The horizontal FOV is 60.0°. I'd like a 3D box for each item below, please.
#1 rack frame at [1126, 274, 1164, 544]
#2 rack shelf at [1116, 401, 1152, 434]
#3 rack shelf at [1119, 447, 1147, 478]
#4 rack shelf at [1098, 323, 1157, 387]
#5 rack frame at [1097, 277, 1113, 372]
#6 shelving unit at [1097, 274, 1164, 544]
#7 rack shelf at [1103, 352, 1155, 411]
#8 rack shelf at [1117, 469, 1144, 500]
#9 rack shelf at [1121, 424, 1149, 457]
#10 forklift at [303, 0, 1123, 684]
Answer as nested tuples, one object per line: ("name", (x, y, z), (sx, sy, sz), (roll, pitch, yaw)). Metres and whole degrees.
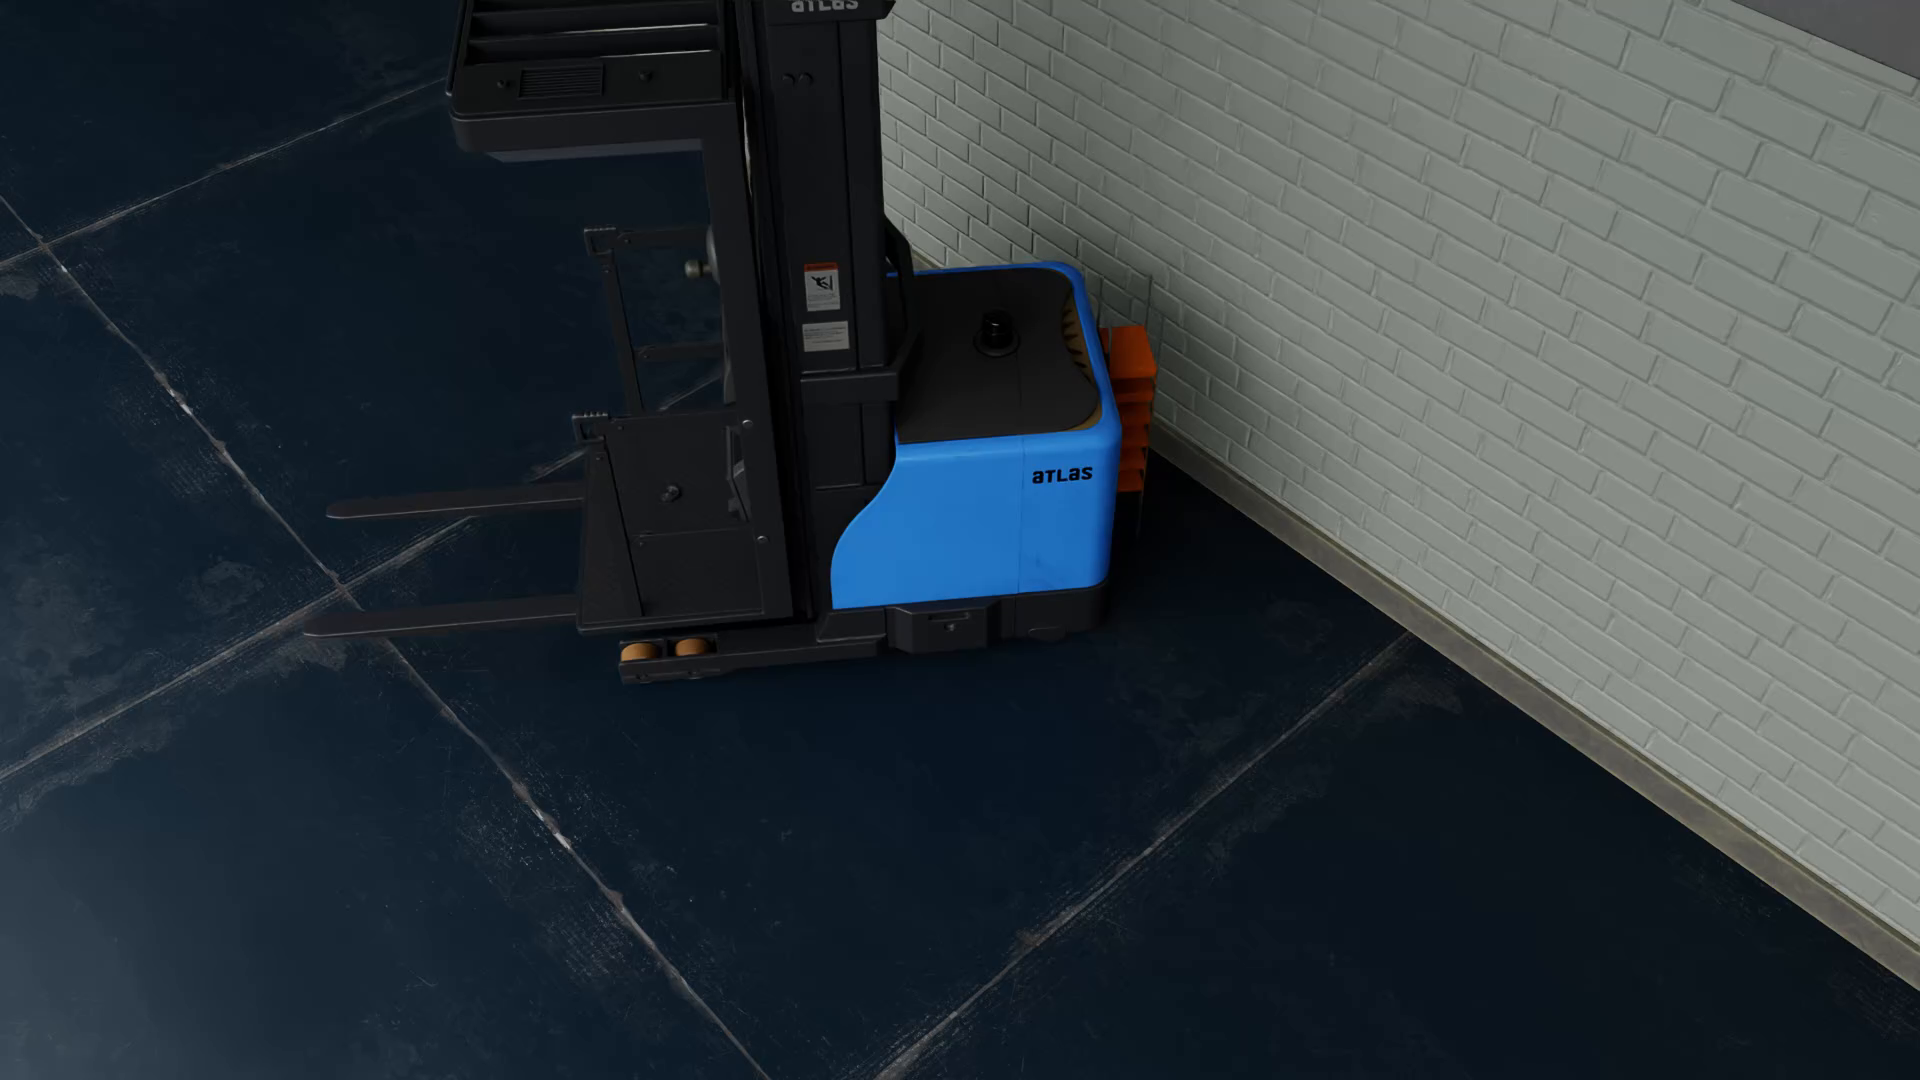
("rack frame", (0.709, -0.477, 6.427), (0.006, 1.200, 0.240), (-5, 47, -4))
("rack shelf", (0.618, -0.520, 6.364), (0.180, 0.103, 0.258), (-5, 47, -4))
("rack shelf", (0.618, -0.358, 6.541), (0.180, 0.103, 0.258), (-5, 47, -4))
("rack shelf", (0.618, -0.683, 6.188), (0.180, 0.103, 0.258), (-5, 47, -4))
("rack frame", (0.527, -0.462, 6.413), (0.006, 1.200, 0.240), (-5, 47, -4))
("shelving unit", (0.618, -0.469, 6.420), (0.189, 1.200, 0.258), (-5, 47, -4))
("rack shelf", (0.618, -0.602, 6.276), (0.180, 0.103, 0.258), (-5, 47, -4))
("rack shelf", (0.618, -0.276, 6.629), (0.180, 0.103, 0.258), (-5, 47, -4))
("rack shelf", (0.618, -0.439, 6.452), (0.180, 0.103, 0.258), (-5, 47, -4))
("forklift", (-0.977, -0.862, 5.604), (3.031, 2.935, 1.130), (-5, 47, -4))
